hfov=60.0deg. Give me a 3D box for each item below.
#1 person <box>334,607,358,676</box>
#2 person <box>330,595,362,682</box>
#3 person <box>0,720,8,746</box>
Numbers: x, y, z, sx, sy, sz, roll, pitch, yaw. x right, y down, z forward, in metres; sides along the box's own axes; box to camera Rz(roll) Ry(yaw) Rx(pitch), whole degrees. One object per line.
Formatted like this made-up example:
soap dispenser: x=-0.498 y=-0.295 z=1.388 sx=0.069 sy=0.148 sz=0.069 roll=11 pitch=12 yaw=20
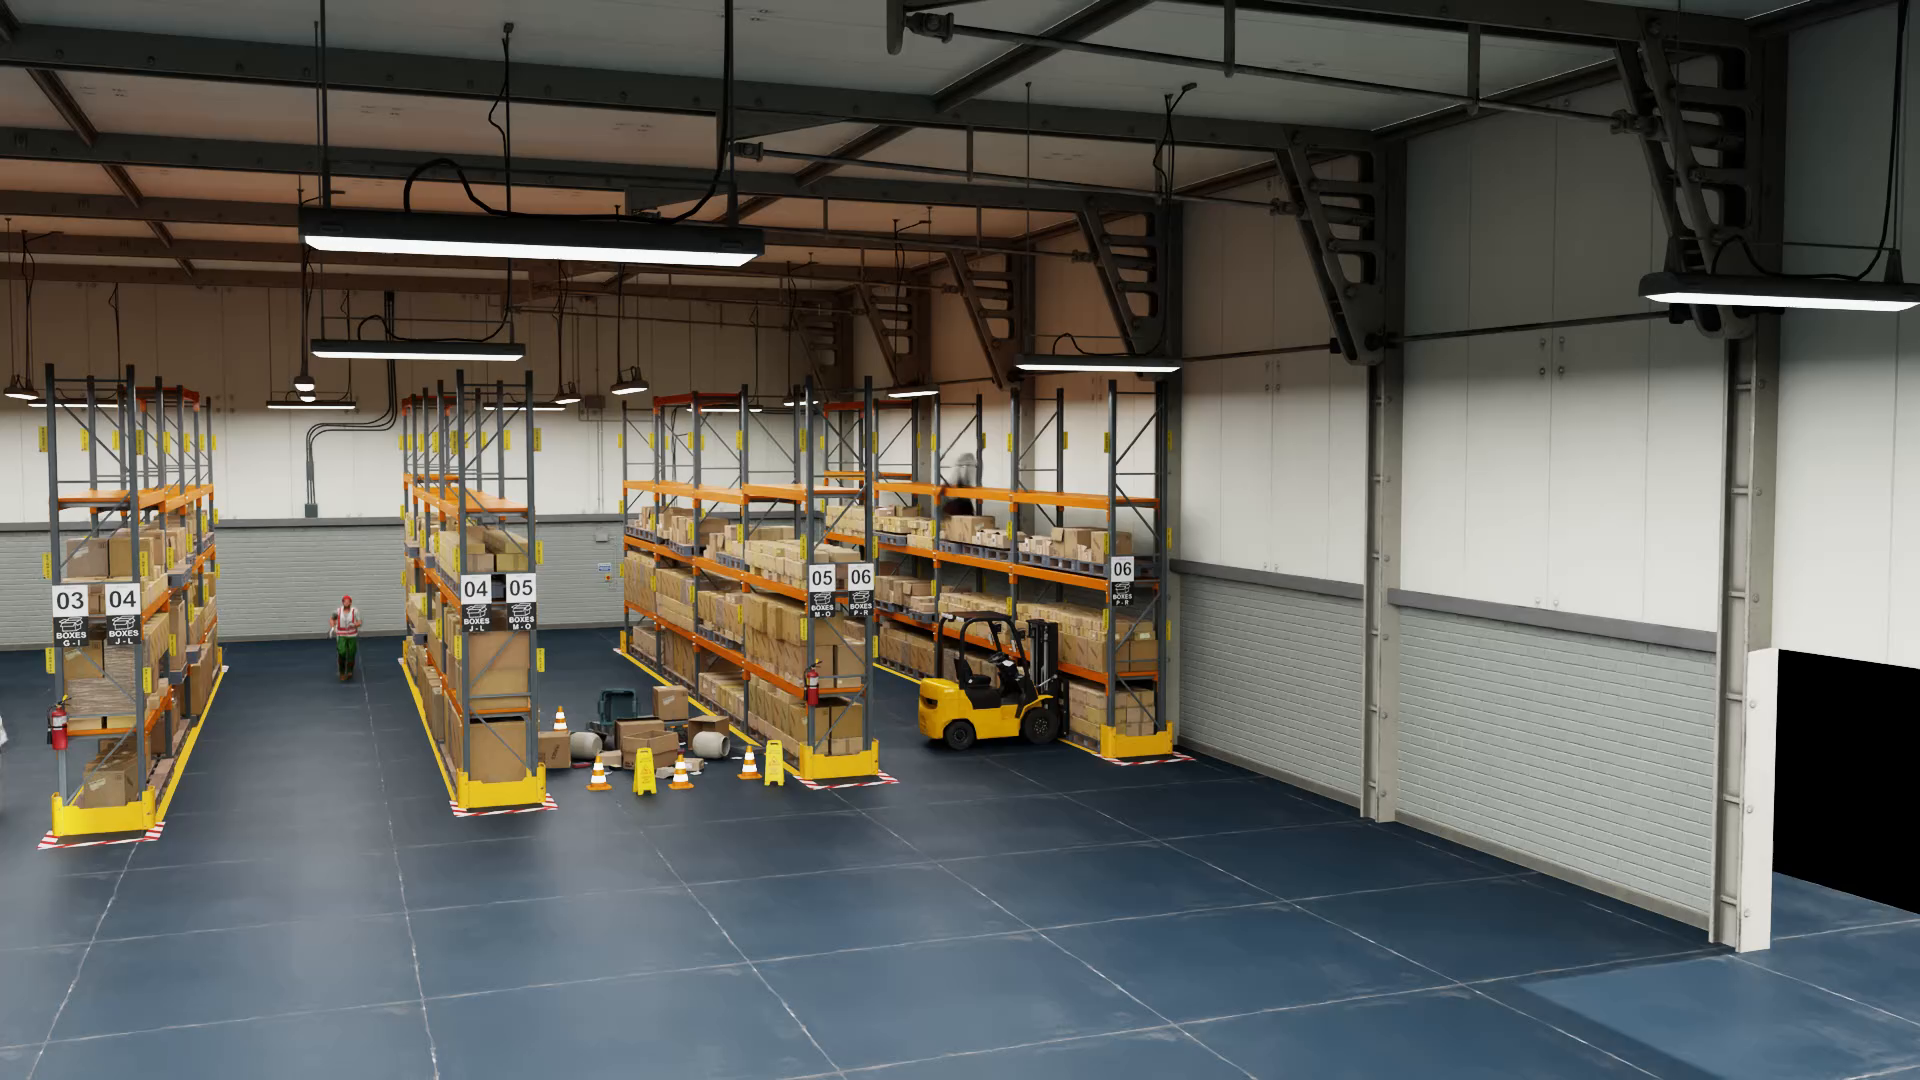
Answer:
person: x=-13.257 y=2.055 z=36.028 sx=0.589 sy=1.668 sz=0.785 roll=-1 pitch=3 yaw=-17
person: x=-12.897 y=2.068 z=34.952 sx=0.648 sy=1.823 sz=0.743 roll=-1 pitch=4 yaw=-23
person: x=-12.827 y=2.890 z=21.818 sx=0.594 sy=1.741 sz=0.823 roll=-1 pitch=4 yaw=-19
